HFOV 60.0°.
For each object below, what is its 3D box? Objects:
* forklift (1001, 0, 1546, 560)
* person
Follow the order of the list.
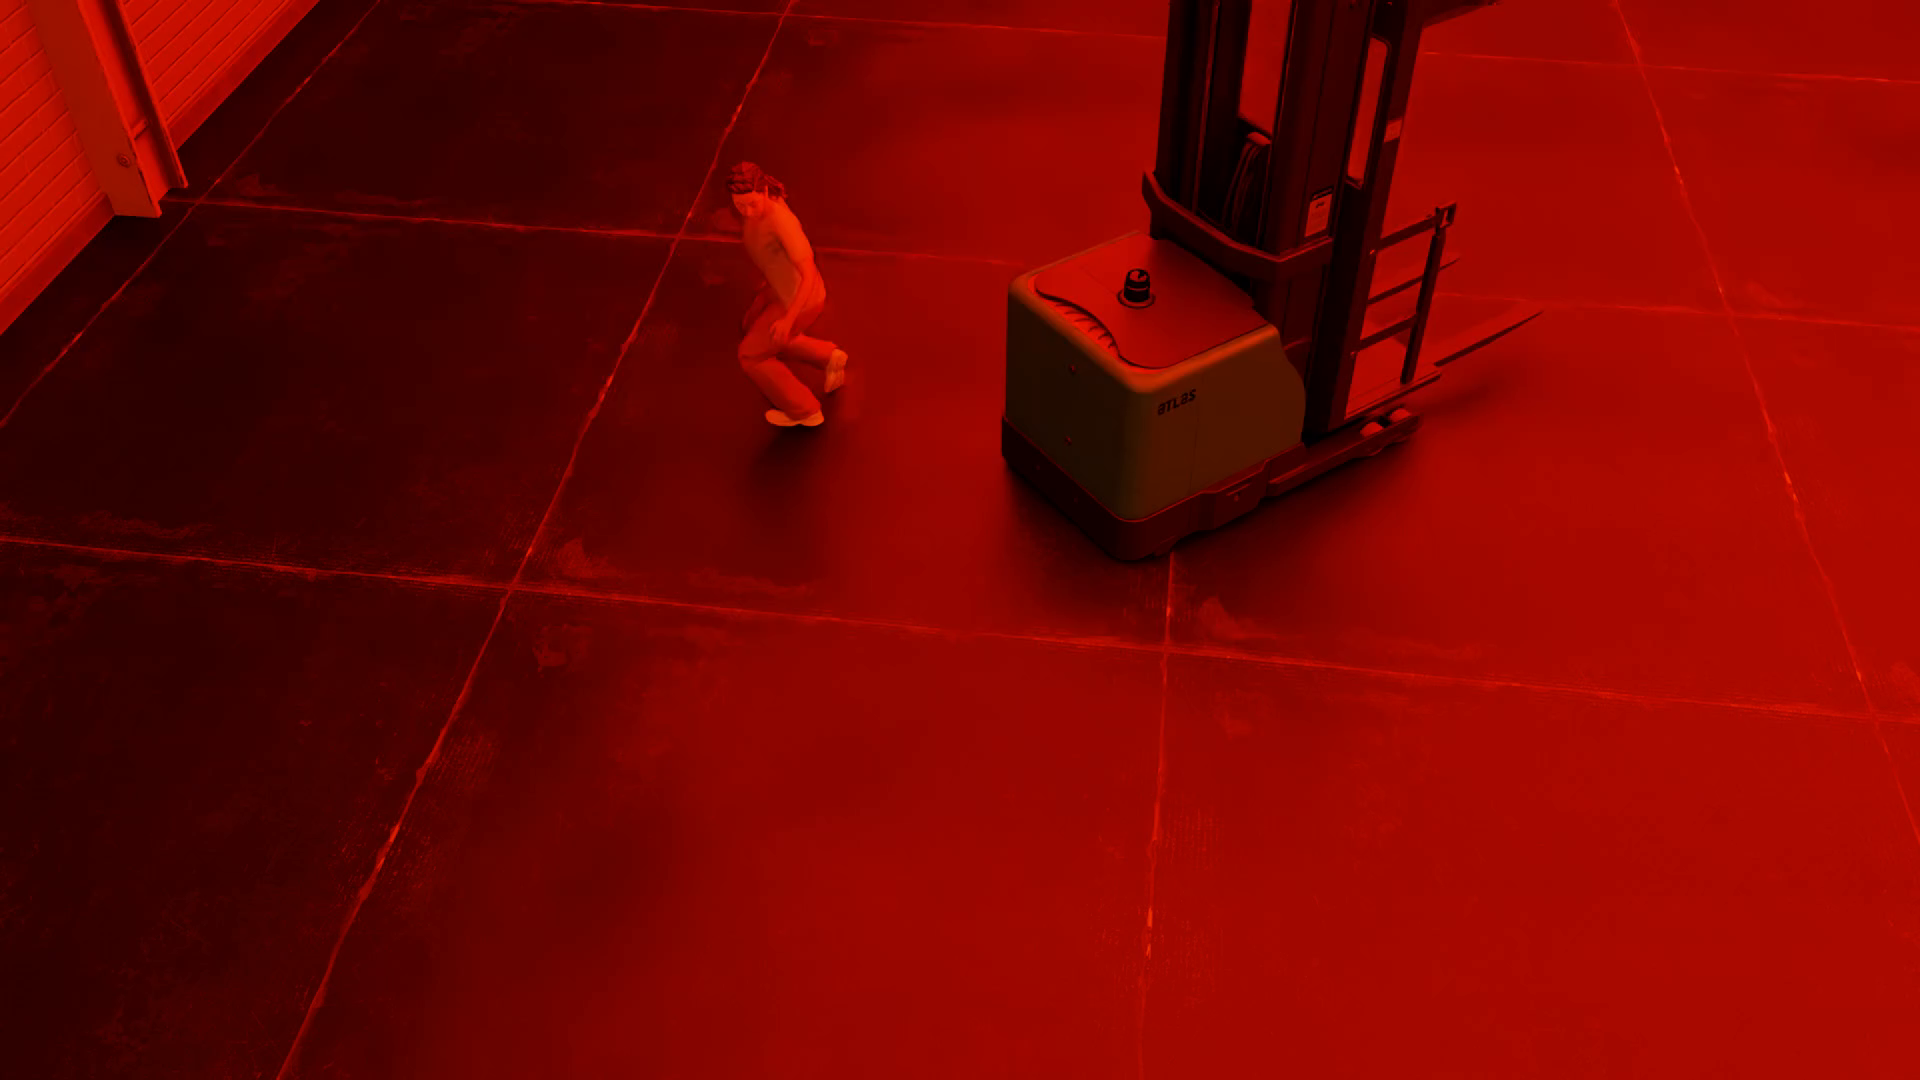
[{"bbox_3d":[1.708,-1.774,7.656,3.031,2.935,1.130,-25,48,-25],"label":"forklift"},{"bbox_3d":[-0.853,-1.245,8.169,0.570,1.483,0.825,-9,43,-9],"label":"person"}]
